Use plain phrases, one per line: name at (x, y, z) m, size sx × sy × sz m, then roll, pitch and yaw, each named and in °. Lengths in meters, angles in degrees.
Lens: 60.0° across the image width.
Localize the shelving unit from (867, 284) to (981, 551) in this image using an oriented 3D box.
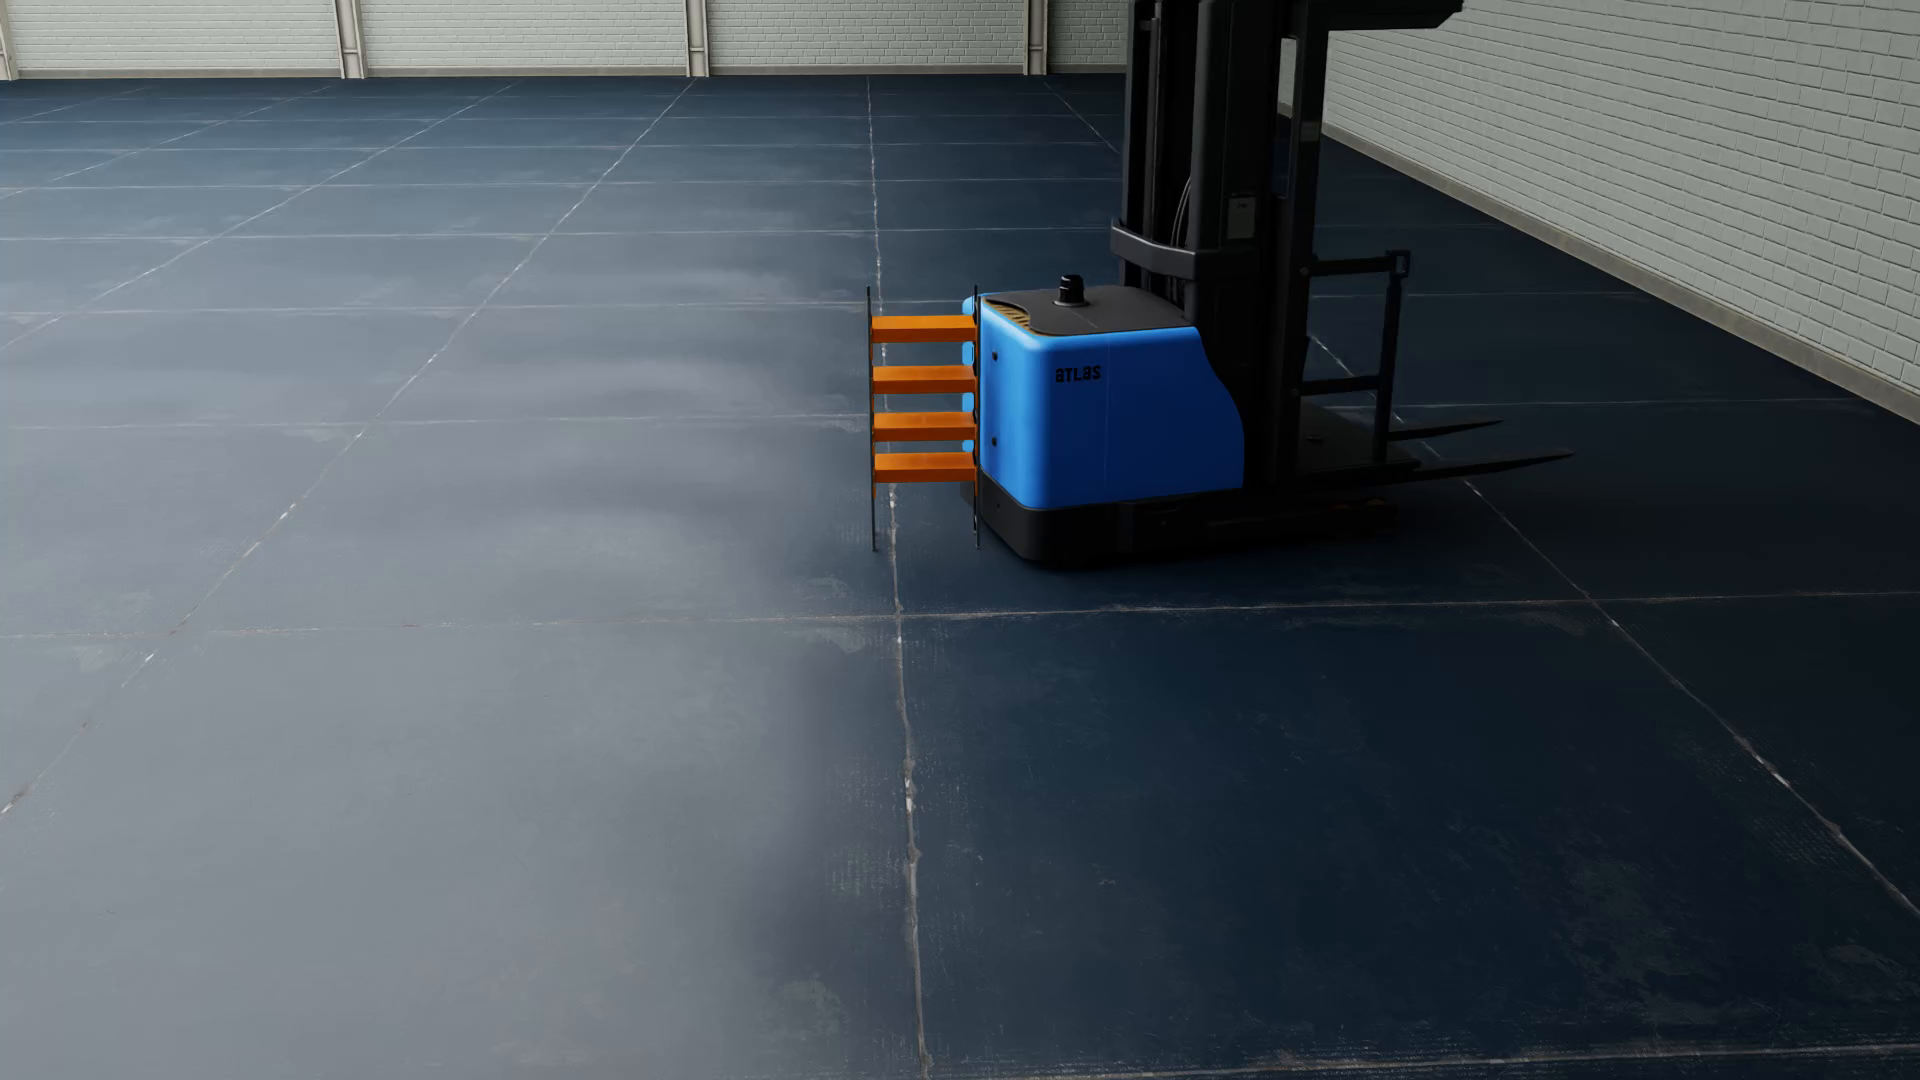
shelving unit at (-0.165, -0.557, 7.667) m, size 0.503 × 1.200 × 0.258 m, roll -1°, pitch 21°, yaw -3°

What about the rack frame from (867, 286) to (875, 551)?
rack frame at (-0.409, -0.552, 7.654) m, size 0.015 × 1.200 × 0.240 m, roll -1°, pitch 21°, yaw -3°

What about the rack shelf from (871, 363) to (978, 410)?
rack shelf at (-0.165, -0.704, 7.611) m, size 0.480 × 0.148 × 0.258 m, roll -1°, pitch 21°, yaw -3°

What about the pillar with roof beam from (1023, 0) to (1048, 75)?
pillar with roof beam at (1.589, -11.054, 24.277) m, size 0.400 × 9.000 × 9.100 m, roll -1°, pitch 21°, yaw -3°

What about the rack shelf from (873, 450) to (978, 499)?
rack shelf at (-0.165, -0.309, 7.762) m, size 0.480 × 0.148 × 0.258 m, roll -1°, pitch 21°, yaw -3°

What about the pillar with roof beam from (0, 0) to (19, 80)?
pillar with roof beam at (-16.381, -10.689, 23.316) m, size 0.400 × 9.000 × 9.100 m, roll -1°, pitch 21°, yaw -3°

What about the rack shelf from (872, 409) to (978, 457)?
rack shelf at (-0.165, -0.494, 7.691) m, size 0.480 × 0.148 × 0.258 m, roll -1°, pitch 21°, yaw -3°

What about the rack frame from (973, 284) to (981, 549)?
rack frame at (0.078, -0.562, 7.680) m, size 0.015 × 1.200 × 0.240 m, roll -1°, pitch 21°, yaw -3°

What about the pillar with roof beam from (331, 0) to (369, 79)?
pillar with roof beam at (-10.391, -10.810, 23.636) m, size 0.400 × 9.000 × 9.100 m, roll -1°, pitch 21°, yaw -3°

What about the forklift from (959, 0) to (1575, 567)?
forklift at (1.572, -1.545, 7.827) m, size 3.031 × 2.935 × 1.130 m, roll -7°, pitch 22°, yaw -17°

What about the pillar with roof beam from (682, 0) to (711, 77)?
pillar with roof beam at (-4.401, -10.932, 23.956) m, size 0.400 × 9.000 × 9.100 m, roll -1°, pitch 21°, yaw -3°

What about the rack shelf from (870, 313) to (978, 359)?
rack shelf at (-0.165, -0.925, 7.527) m, size 0.480 × 0.148 × 0.258 m, roll -1°, pitch 21°, yaw -3°
